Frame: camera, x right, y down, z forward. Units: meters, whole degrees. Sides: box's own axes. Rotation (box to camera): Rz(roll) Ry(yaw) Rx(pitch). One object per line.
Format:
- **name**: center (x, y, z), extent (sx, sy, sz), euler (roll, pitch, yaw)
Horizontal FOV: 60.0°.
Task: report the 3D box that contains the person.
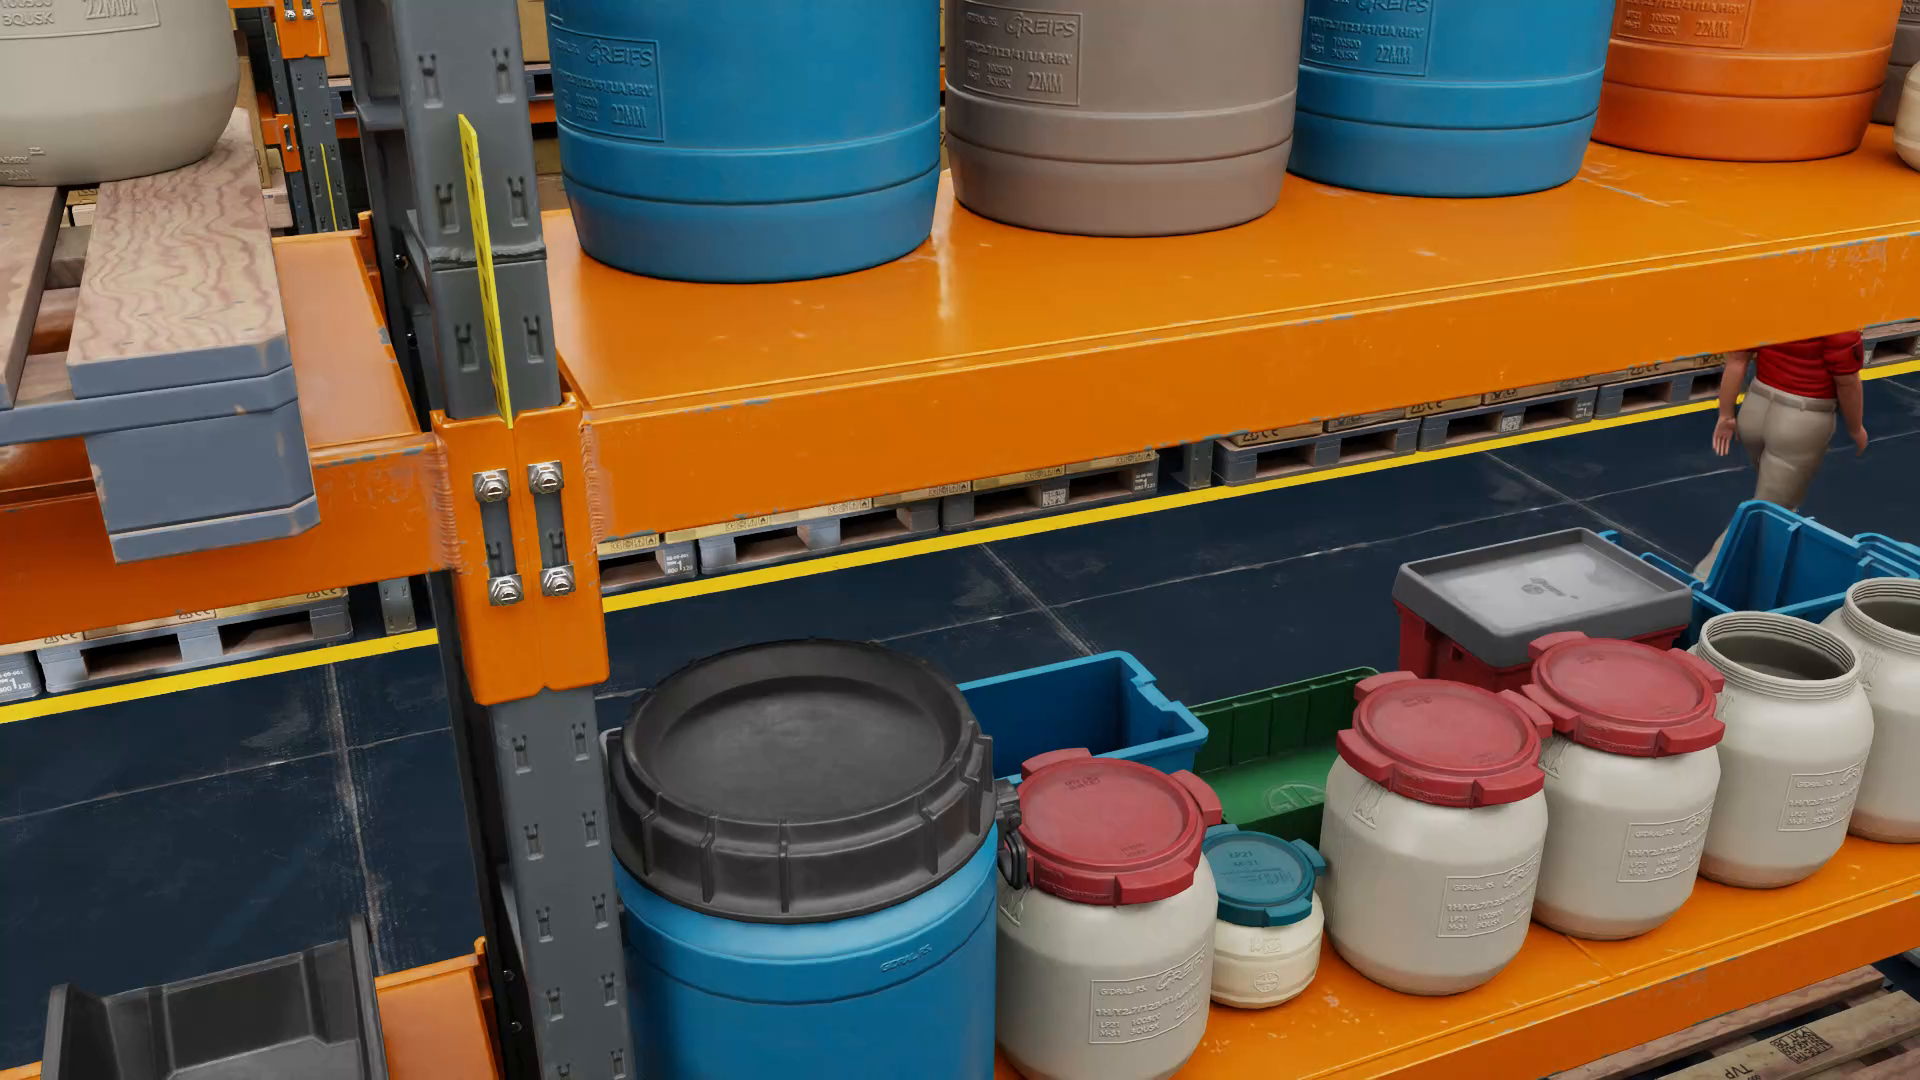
- **person**: center (3.606, -0.517, 7.202), extent (1.043, 1.675, 0.531), euler (-11, 28, -21)
